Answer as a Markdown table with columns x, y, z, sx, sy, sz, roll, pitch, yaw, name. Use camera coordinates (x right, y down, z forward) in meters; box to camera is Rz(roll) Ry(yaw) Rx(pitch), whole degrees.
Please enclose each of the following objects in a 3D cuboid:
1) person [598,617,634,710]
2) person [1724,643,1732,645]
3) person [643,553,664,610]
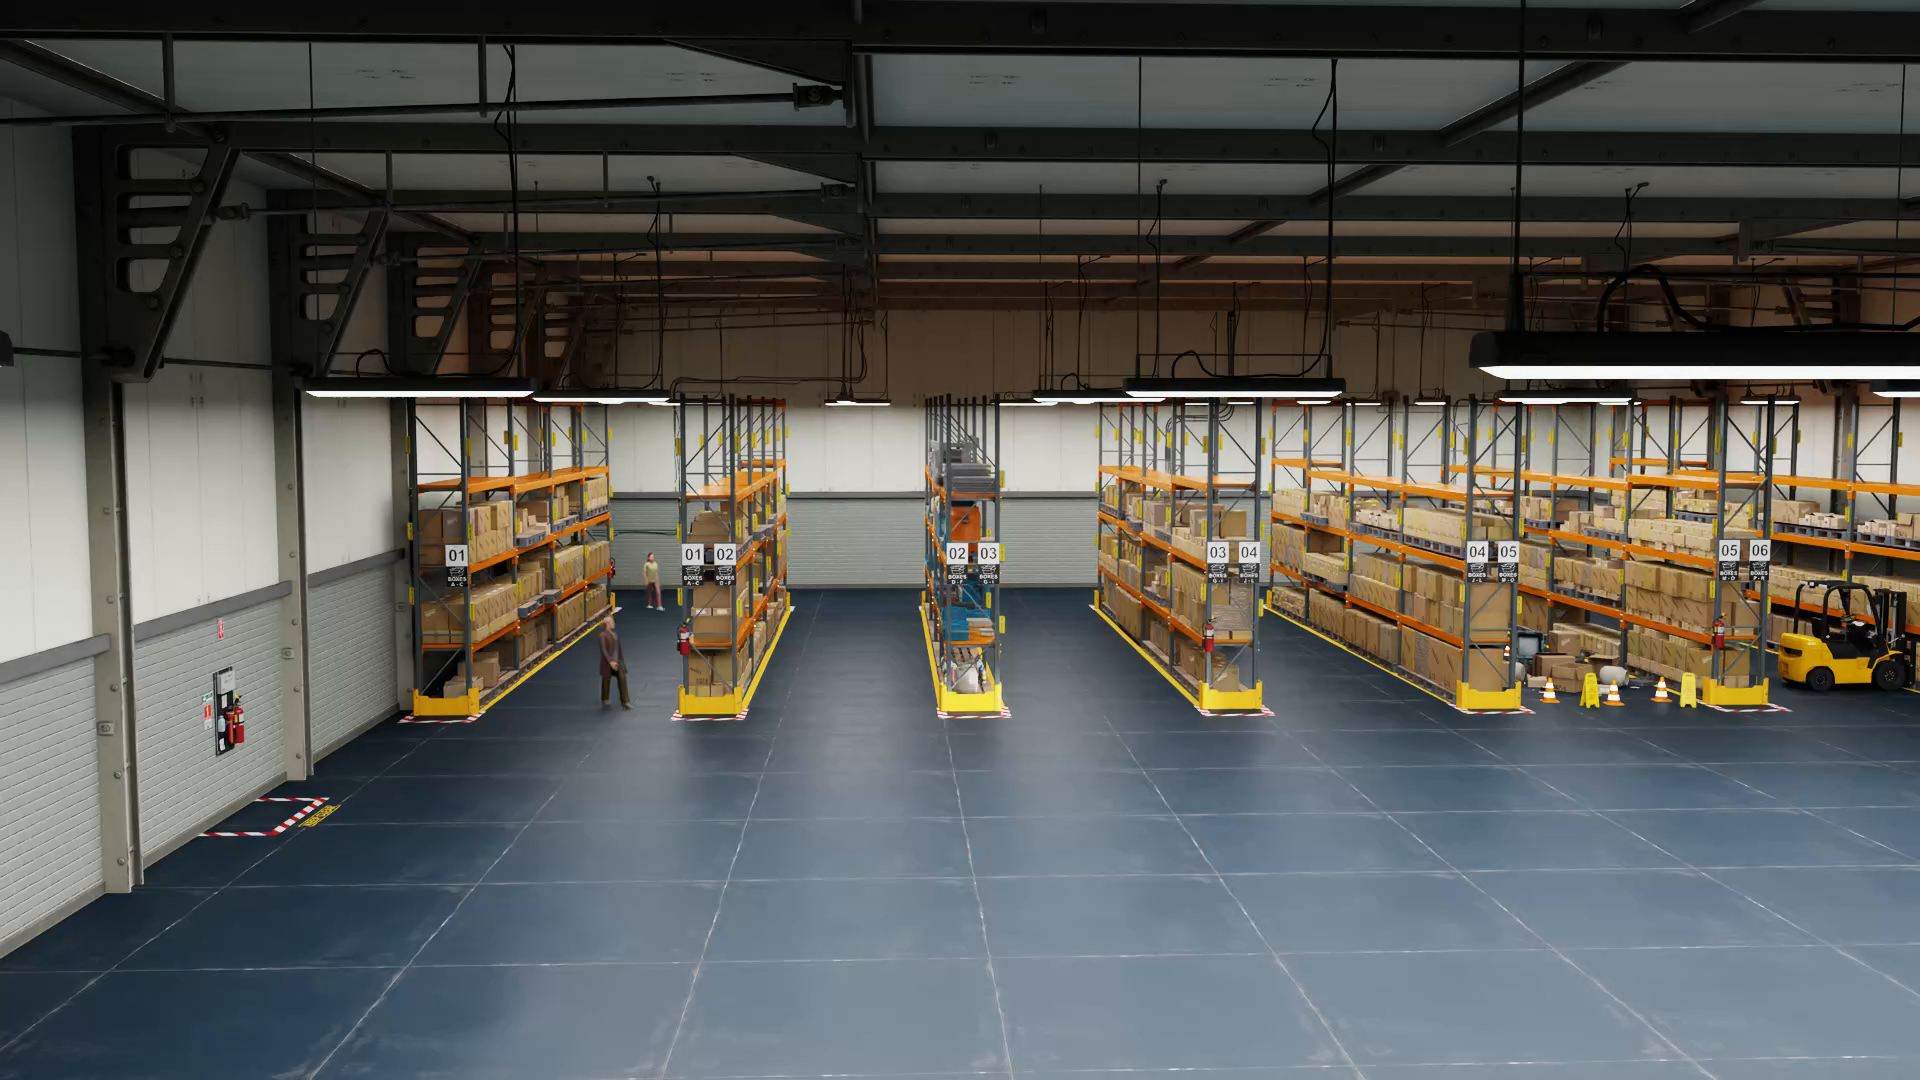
| x | y | z | sx | sy | sz | roll | pitch | yaw | name |
| --- | --- | --- | --- | --- | --- | --- | --- | --- | --- |
| -6.591 | 2.331 | 31.604 | 0.545 | 1.724 | 1.053 | -3 | 5 | -30 | person |
| 16.837 | 1.981 | 36.391 | 0.508 | 1.804 | 0.626 | 3 | 5 | 31 | person |
| -8.715 | 1.173 | 47.145 | 0.510 | 1.614 | 0.973 | -2 | 5 | -25 | person |
